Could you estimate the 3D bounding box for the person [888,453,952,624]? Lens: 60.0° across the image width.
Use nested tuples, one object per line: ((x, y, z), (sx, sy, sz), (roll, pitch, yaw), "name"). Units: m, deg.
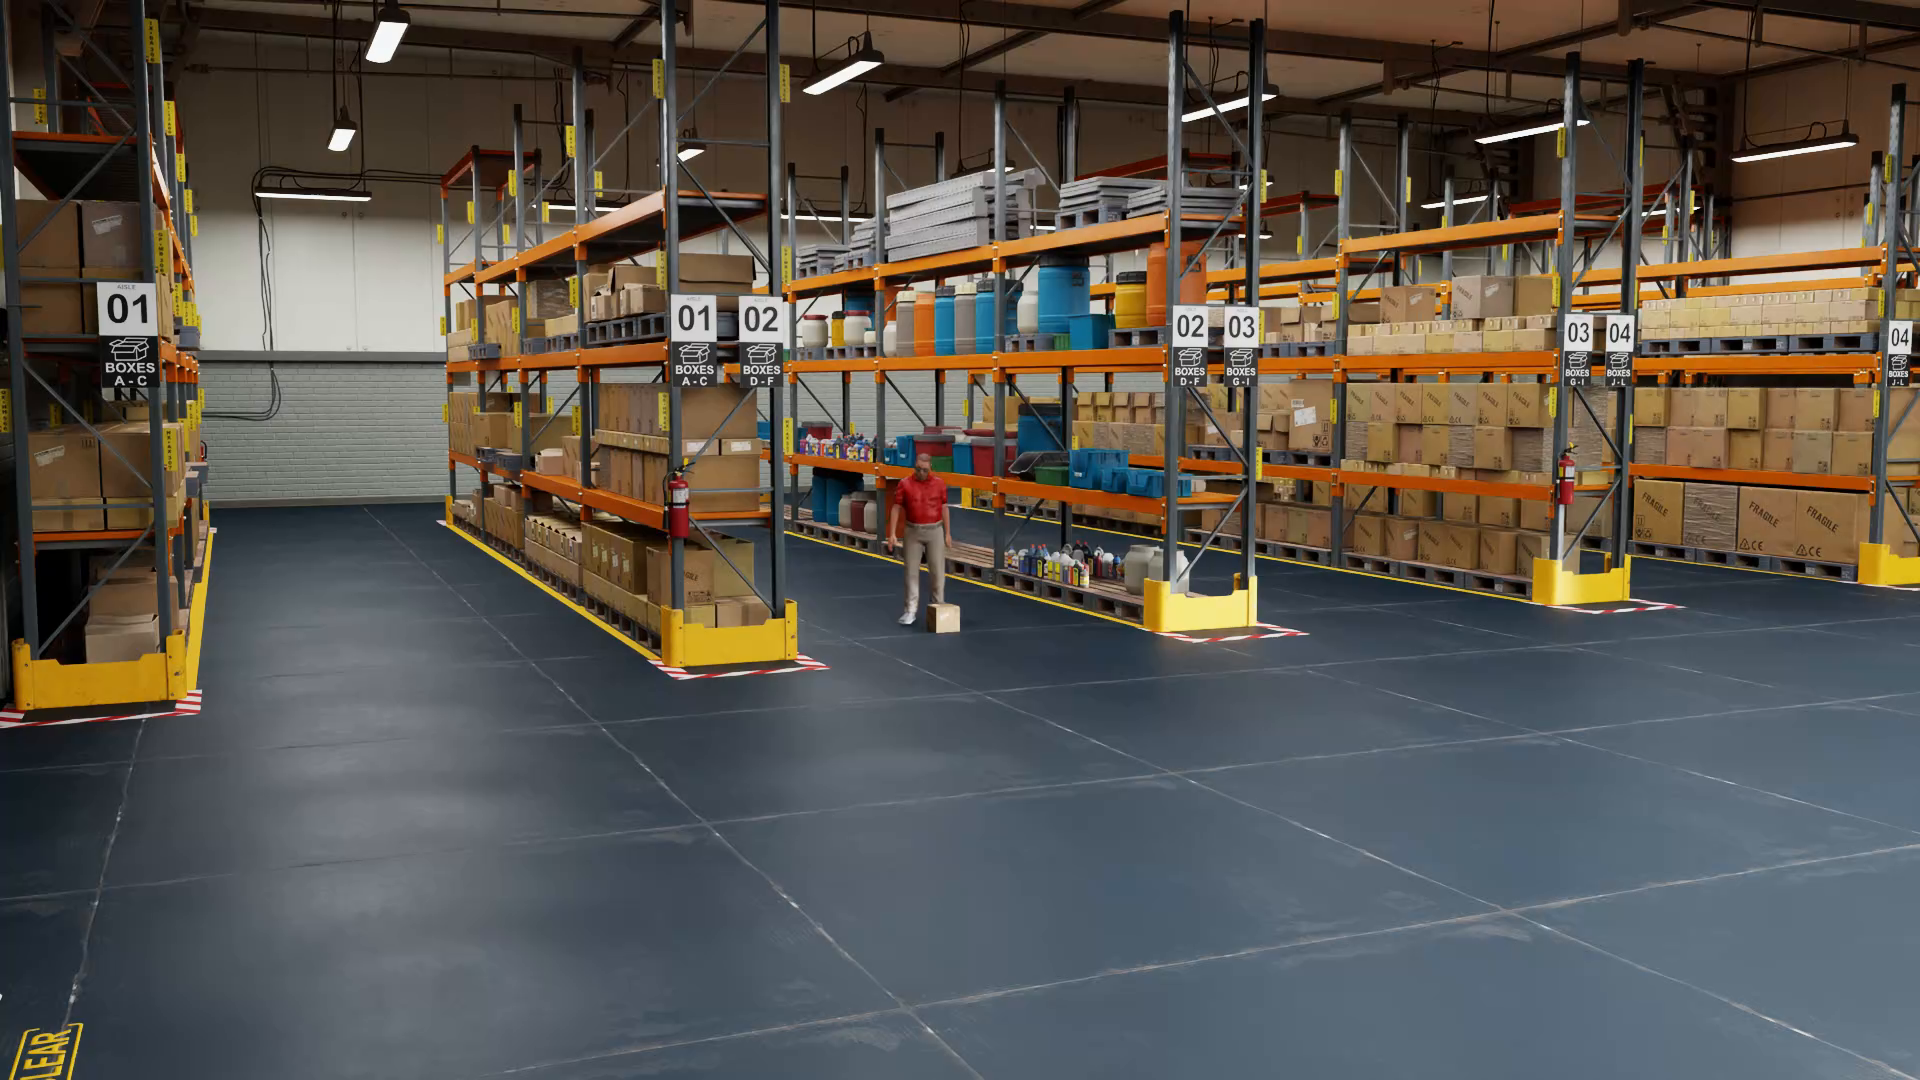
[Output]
((-0.404, 0.006, 16.857), (0.665, 1.769, 0.401), (0, 5, -5), "person")
